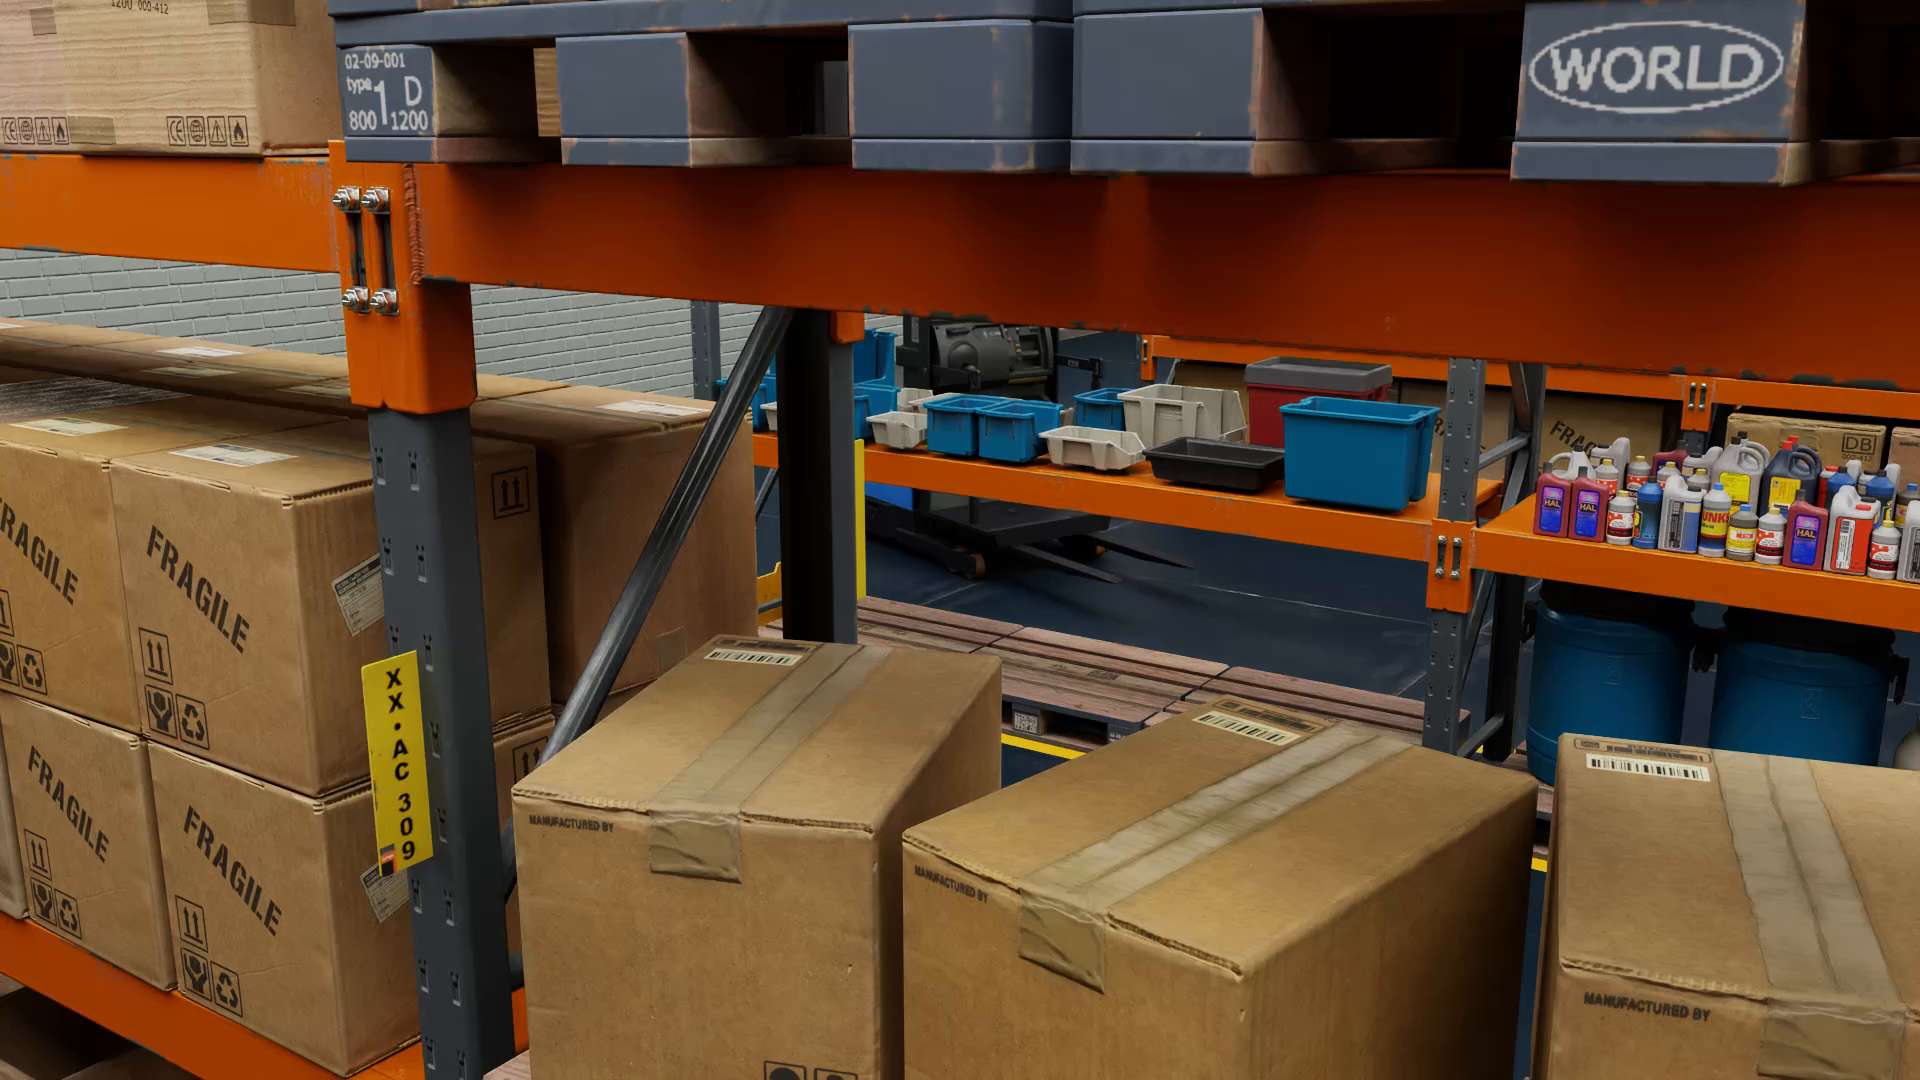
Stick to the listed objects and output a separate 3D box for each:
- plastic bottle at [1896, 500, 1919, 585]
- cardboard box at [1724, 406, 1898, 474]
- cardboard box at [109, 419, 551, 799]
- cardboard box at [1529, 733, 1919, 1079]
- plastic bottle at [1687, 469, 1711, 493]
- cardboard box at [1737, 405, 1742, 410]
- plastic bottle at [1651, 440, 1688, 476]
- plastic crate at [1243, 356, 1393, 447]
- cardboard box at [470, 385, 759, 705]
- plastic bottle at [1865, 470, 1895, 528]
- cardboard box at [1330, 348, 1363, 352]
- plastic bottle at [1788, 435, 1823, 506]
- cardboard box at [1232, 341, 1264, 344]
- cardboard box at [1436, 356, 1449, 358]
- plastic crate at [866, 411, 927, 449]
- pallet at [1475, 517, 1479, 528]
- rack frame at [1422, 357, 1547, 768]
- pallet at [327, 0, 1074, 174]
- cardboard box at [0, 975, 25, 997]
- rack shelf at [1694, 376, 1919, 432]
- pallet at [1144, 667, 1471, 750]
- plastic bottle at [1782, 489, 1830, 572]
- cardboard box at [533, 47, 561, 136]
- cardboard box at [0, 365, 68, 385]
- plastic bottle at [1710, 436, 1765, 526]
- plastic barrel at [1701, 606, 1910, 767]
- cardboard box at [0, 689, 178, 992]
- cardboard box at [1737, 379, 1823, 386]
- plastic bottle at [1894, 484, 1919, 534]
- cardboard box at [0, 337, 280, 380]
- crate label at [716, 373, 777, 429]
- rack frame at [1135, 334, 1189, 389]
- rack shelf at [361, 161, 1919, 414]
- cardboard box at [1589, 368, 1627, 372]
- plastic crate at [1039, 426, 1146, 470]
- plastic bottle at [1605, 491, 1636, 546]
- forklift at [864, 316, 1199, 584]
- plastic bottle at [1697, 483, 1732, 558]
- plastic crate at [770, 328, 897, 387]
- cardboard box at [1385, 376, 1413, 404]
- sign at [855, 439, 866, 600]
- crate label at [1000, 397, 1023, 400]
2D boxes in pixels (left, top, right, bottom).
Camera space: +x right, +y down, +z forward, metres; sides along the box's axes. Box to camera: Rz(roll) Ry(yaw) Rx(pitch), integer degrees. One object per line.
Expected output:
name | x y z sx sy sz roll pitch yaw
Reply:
plastic bottle | 3.372 0.007 5.811 0.135 0.276 0.152 9 17 33
cardboard box | 5.546 -0.425 10.845 0.875 0.875 1.225 9 17 33
cardboard box | -1.092 0.090 2.927 0.500 0.500 0.500 9 17 33
cardboard box | 0.973 0.613 2.024 0.500 0.500 0.700 5 15 19
plastic bottle | 2.996 -0.186 6.744 0.097 0.201 0.097 0 14 0
cardboard box | 7.186 -1.287 15.219 0.250 0.149 0.380 8 16 30
plastic bottle | 2.965 -0.280 6.954 0.133 0.283 0.061 9 17 33
plastic crate | 1.639 -0.577 7.652 0.583 0.464 0.402 9 17 33
cardboard box | -0.762 -0.013 3.343 0.500 0.500 0.500 10 17 34
plastic bottle | 3.526 -0.134 6.389 0.097 0.271 0.097 0 14 0
cardboard box | 2.864 -1.463 12.015 0.250 0.149 0.380 9 16 32
plastic bottle | 3.339 -0.240 6.653 0.185 0.351 0.144 9 17 33
cardboard box | 2.222 -1.567 12.434 0.250 0.149 0.380 9 16 31
cardboard box | 3.502 -1.360 11.598 0.250 0.149 0.380 9 16 32
plastic crate | -0.275 -0.535 8.166 0.298 0.136 0.250 9 17 33
pallet | 3.400 -0.262 12.441 1.213 0.211 1.003 9 17 33
rack frame | 2.240 -0.347 6.981 0.127 3.000 1.000 9 17 33
pallet | -0.026 -0.623 2.246 1.003 0.211 1.213 9 17 33
cardboard box | -2.487 1.382 4.803 0.500 0.250 0.500 9 17 33
rack shelf | 6.664 -0.717 9.974 4.000 0.370 1.077 9 17 33
pallet | 1.608 0.916 7.684 1.213 0.211 1.003 9 17 33
plastic bottle | 3.043 -0.037 5.972 0.133 0.283 0.061 9 17 33
cardboard box | -0.793 -0.857 3.114 0.500 0.250 0.500 9 17 33
cardboard box | -2.353 -0.113 3.749 0.500 0.500 0.500 9 17 32
plastic bottle | 3.105 -0.236 6.637 0.185 0.351 0.144 9 17 33
plastic barrel | 3.269 0.639 6.491 0.708 0.901 0.600 9 17 33
cardboard box | -1.514 0.507 3.324 0.500 0.500 0.500 10 17 34
cardboard box | 5.246 -1.271 10.508 0.500 0.500 0.500 9 17 33
plastic bottle | 3.692 -0.117 6.467 0.097 0.201 0.097 0 14 0
cardboard box | -2.045 -0.220 4.181 0.500 0.500 0.500 10 17 35
crate label | -1.058 -0.732 8.762 0.303 0.233 0.416 9 17 33
rack frame | 1.685 -1.871 13.138 0.127 3.000 1.000 9 17 33
rack shelf | 1.132 -0.198 1.636 4.000 0.370 1.077 9 17 33
cardboard box | 4.354 -1.222 11.042 0.250 0.149 0.380 10 17 34
plastic crate | 0.627 -0.421 7.707 0.466 0.136 0.293 9 17 33
plastic bottle | 2.523 -0.086 6.343 0.097 0.201 0.097 0 14 0
forklift | 0.349 -1.299 10.971 1.130 2.935 3.031 -9 17 -33
plastic bottle | 2.796 -0.076 6.156 0.097 0.271 0.097 0 14 0
plastic crate | -0.697 -0.922 9.106 0.499 0.435 0.616 9 17 33
cardboard box | 3.016 -0.851 12.567 0.875 0.875 0.875 9 17 33
sign | -0.221 -0.033 3.304 0.005 0.325 0.100 9 17 33
crate label | 0.176 -0.637 8.577 0.243 0.136 0.396 9 17 33
